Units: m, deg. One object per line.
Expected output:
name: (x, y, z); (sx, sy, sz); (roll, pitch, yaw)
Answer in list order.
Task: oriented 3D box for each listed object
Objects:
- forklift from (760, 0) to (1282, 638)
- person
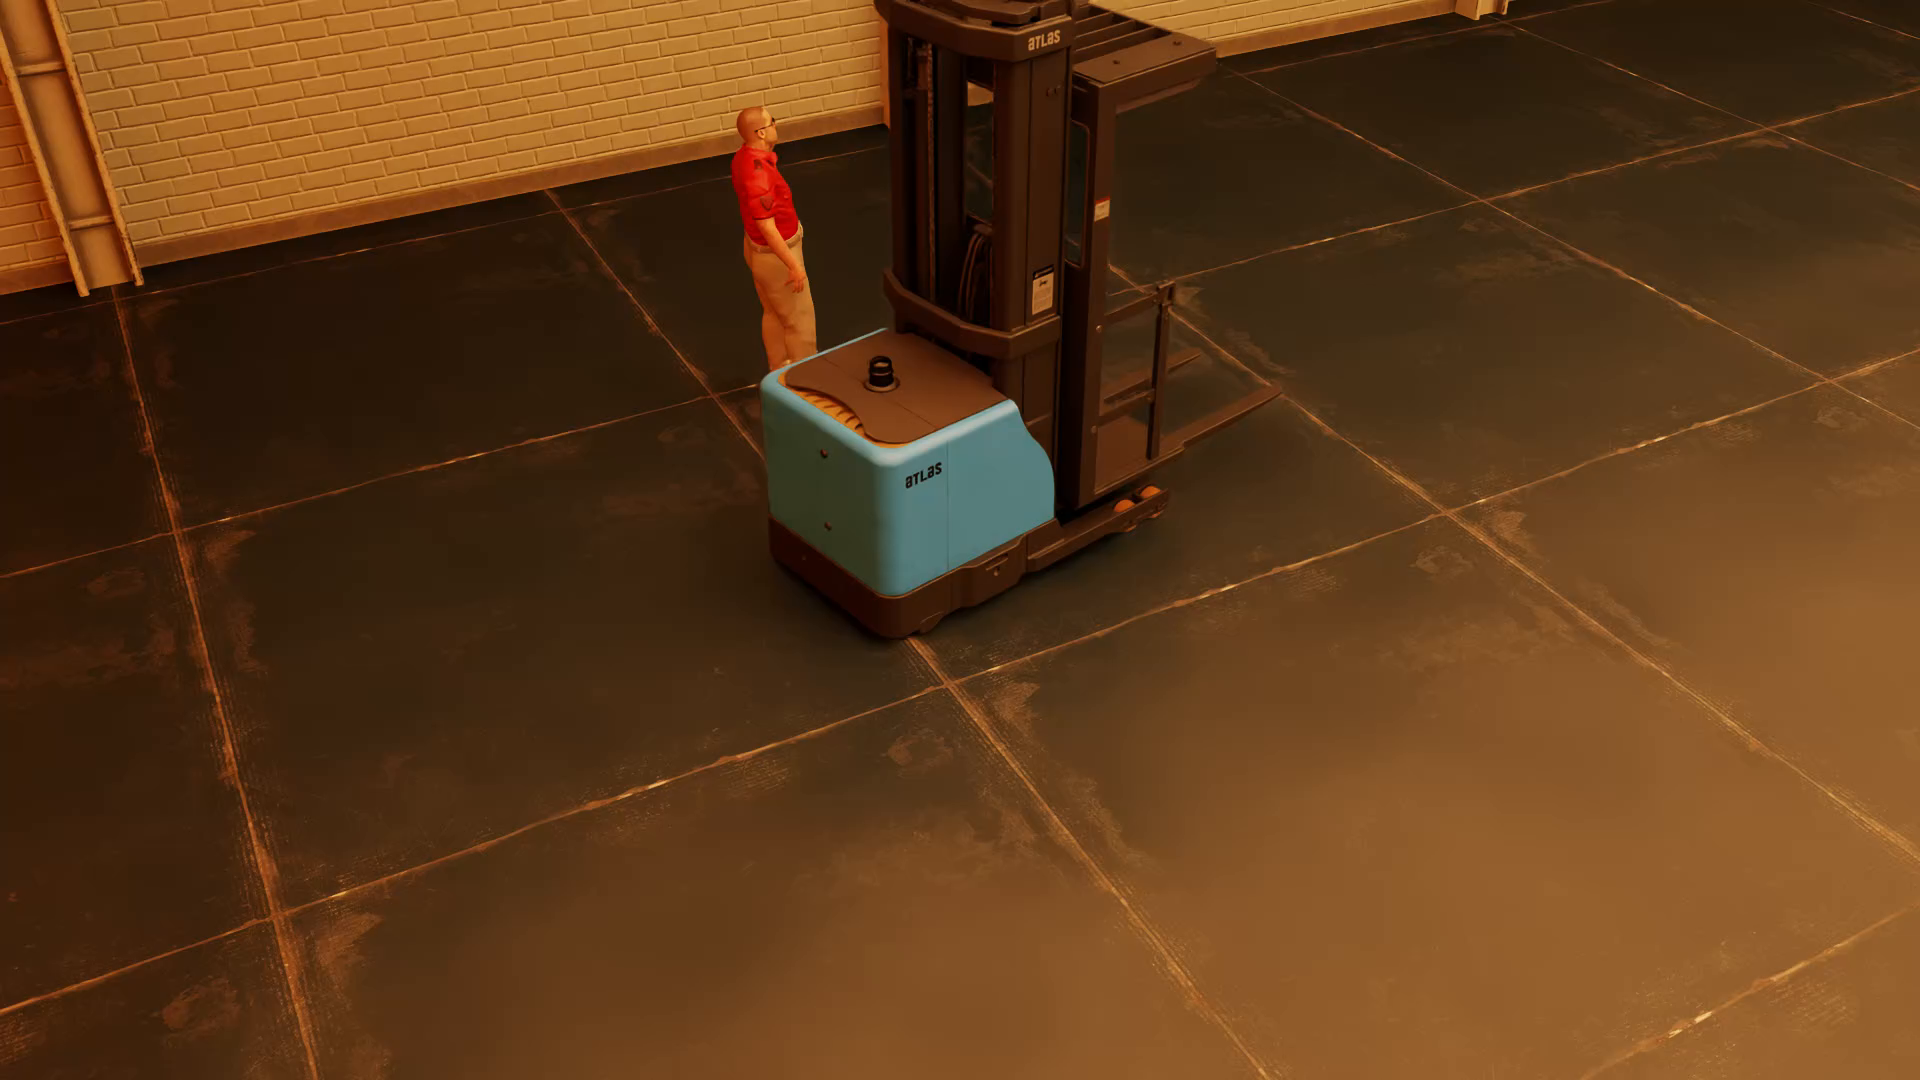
forklift: (0.475, -1.446, 8.169); (3.031, 2.935, 1.130); (-26, 43, -32)
person: (-0.962, -1.622, 9.448); (0.551, 1.727, 0.640); (-12, 37, -17)
